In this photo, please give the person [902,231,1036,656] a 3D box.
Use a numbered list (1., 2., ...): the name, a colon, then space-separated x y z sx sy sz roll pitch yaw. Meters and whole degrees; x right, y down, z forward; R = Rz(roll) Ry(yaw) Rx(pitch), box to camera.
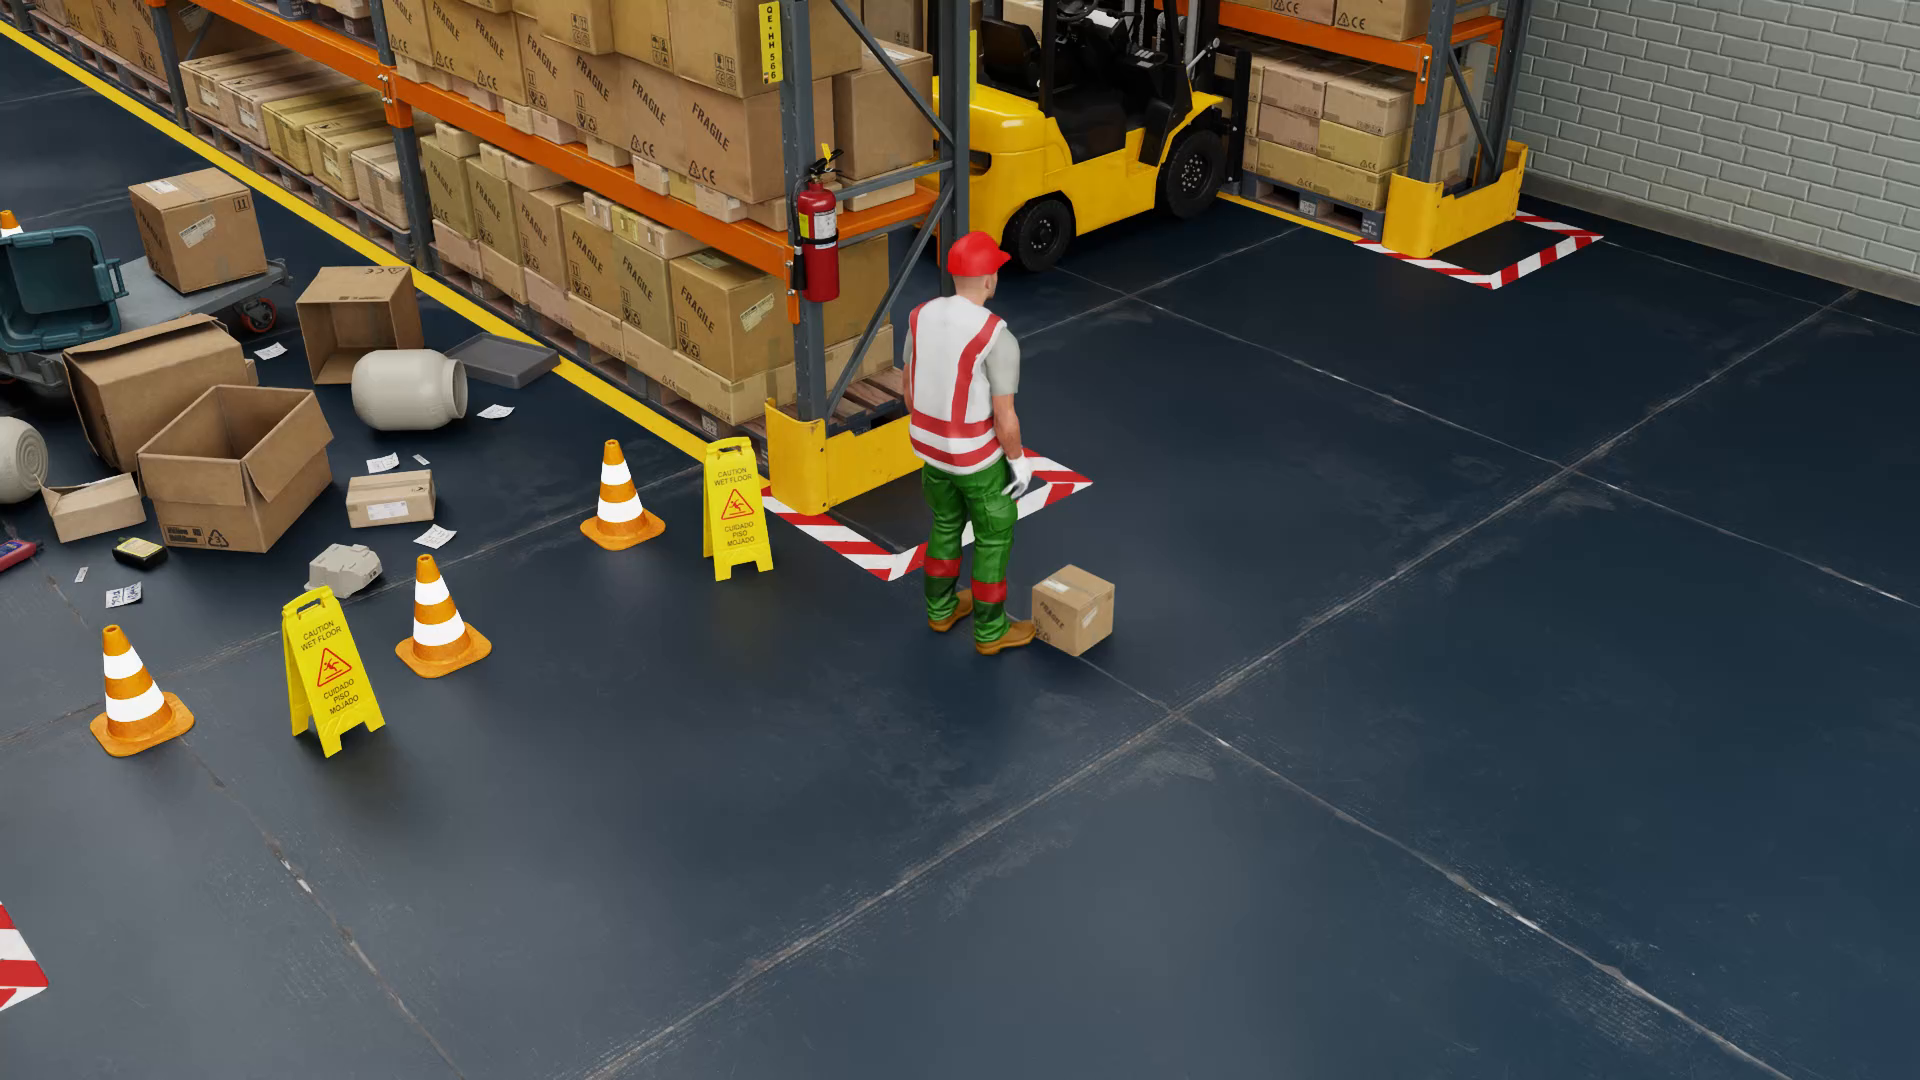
1. person: 0.036 -0.376 6.737 0.601 1.777 0.452 25 39 35
